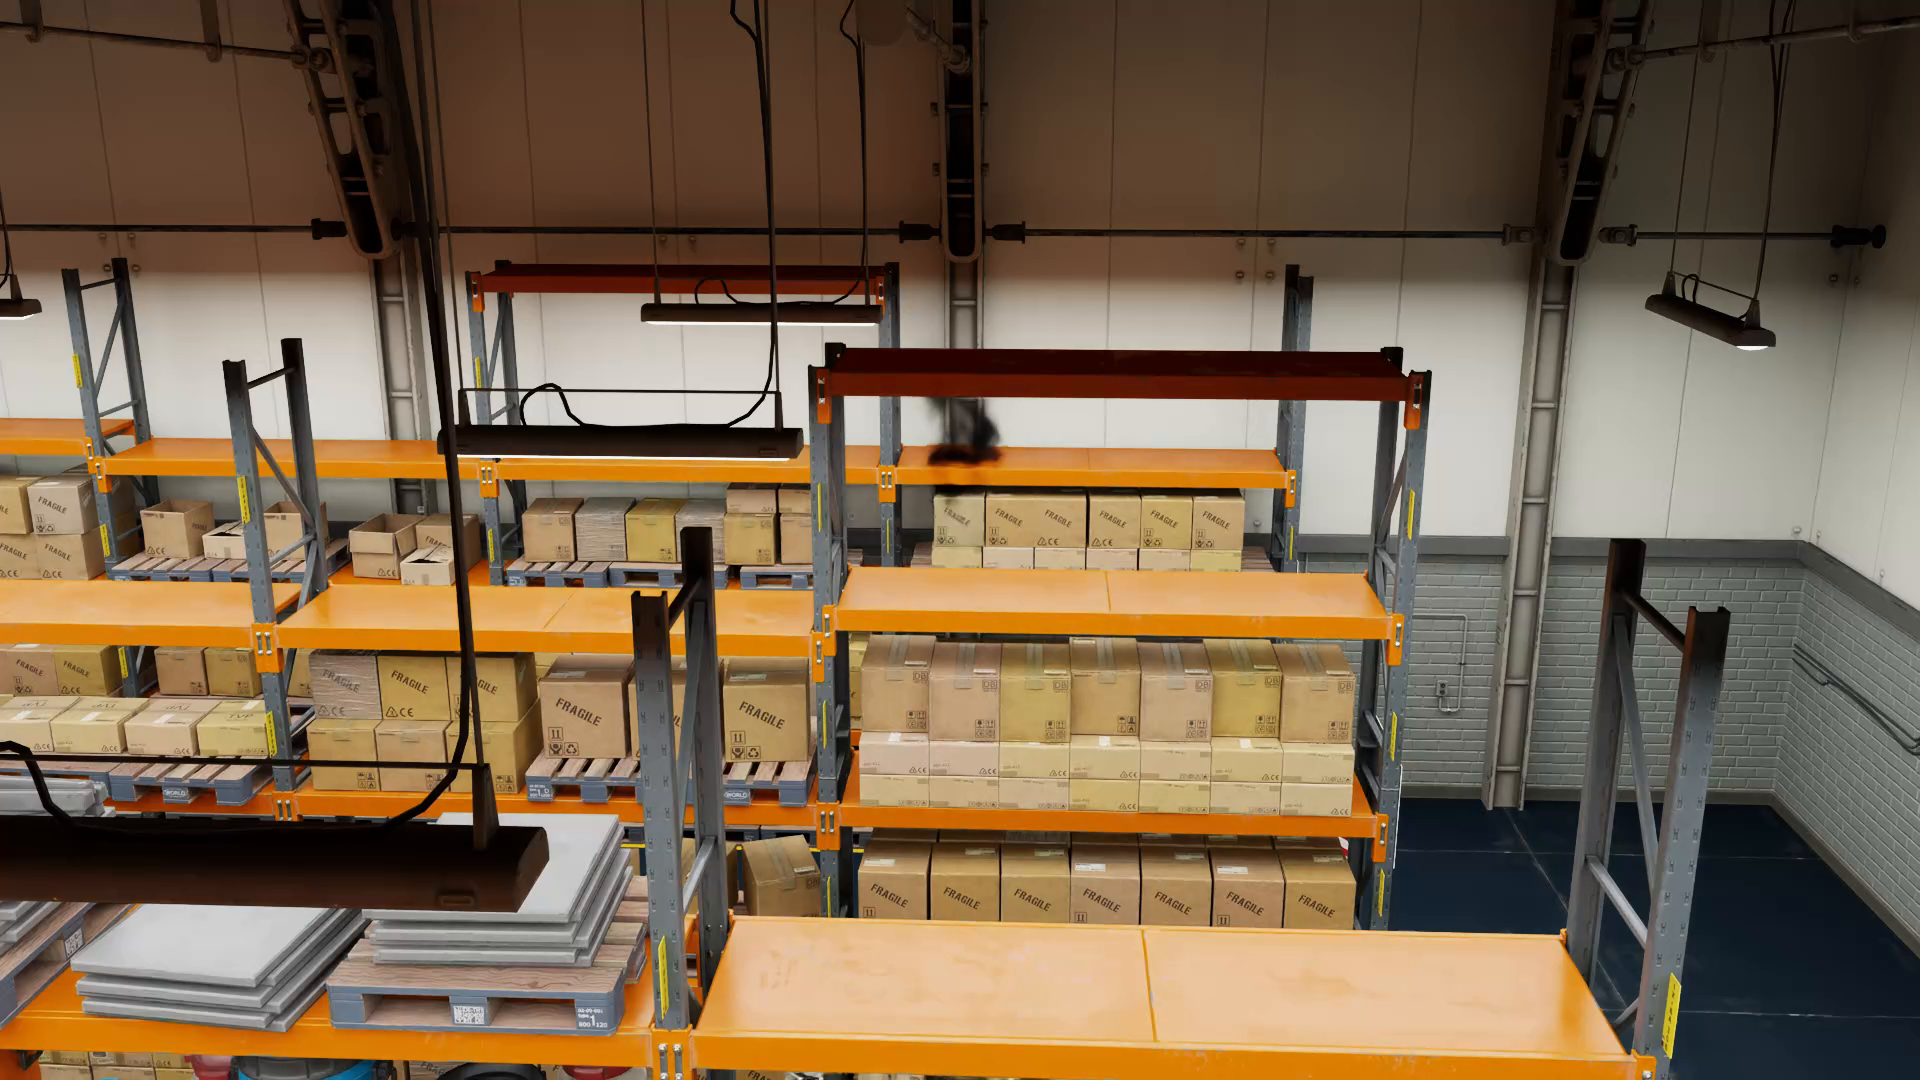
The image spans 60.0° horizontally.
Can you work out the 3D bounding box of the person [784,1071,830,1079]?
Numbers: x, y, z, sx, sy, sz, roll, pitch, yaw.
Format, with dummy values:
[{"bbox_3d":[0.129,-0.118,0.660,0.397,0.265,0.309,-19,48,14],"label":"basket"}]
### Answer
[{"bbox_3d":[-1.009,4.201,11.012,0.826,1.810,0.627,-2,16,-6],"label":"person"}]
